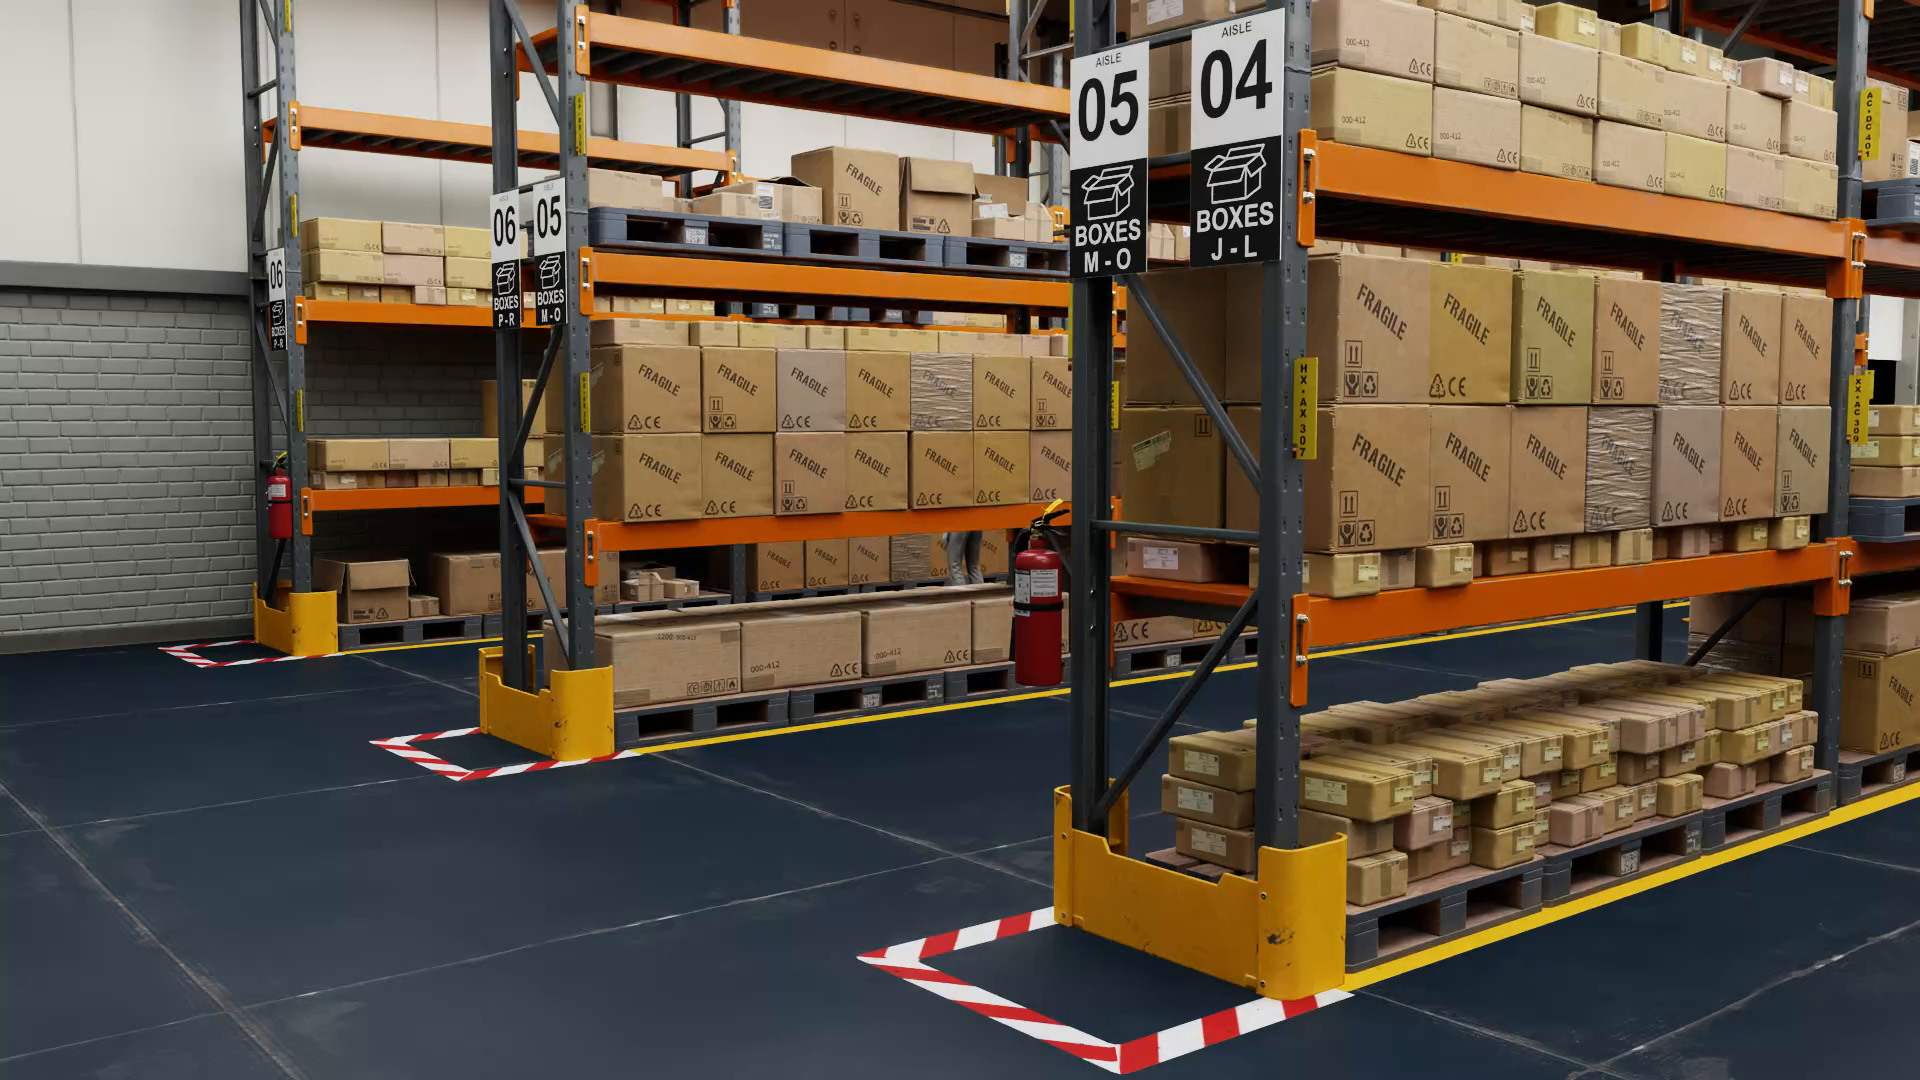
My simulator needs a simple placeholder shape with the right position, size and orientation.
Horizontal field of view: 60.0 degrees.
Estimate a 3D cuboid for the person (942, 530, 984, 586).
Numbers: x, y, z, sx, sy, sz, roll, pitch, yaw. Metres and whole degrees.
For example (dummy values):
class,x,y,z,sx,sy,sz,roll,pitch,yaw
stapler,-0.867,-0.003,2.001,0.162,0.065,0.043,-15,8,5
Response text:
class,x,y,z,sx,sy,sz,roll,pitch,yaw
person,4.071,-0.294,14.525,5.749,2.202,6.693,-3,6,-37
